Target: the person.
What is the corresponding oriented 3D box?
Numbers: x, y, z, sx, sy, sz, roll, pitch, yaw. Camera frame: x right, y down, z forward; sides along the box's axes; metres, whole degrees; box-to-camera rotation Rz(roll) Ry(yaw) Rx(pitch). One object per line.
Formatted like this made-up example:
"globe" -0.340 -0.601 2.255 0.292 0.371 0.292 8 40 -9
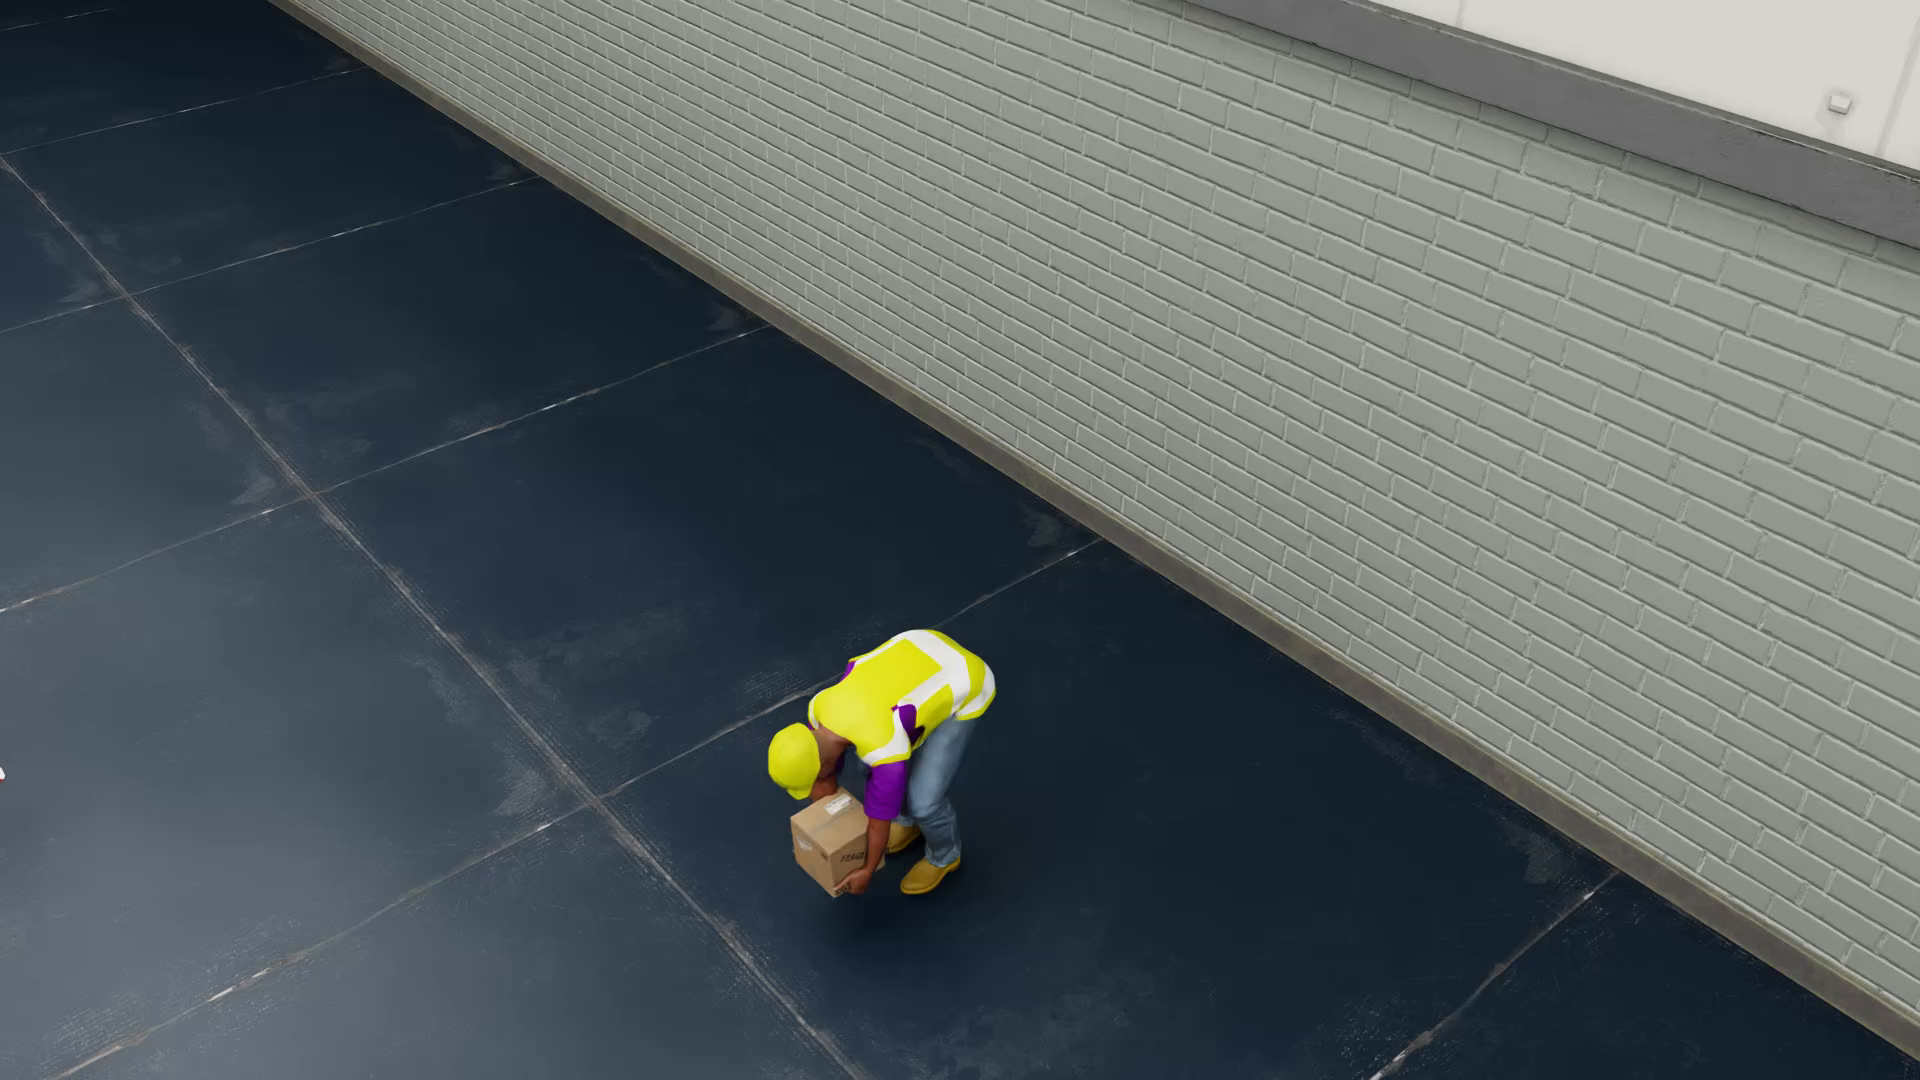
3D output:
"person" -0.302 0.932 6.348 0.982 1.076 0.483 -28 44 -33
